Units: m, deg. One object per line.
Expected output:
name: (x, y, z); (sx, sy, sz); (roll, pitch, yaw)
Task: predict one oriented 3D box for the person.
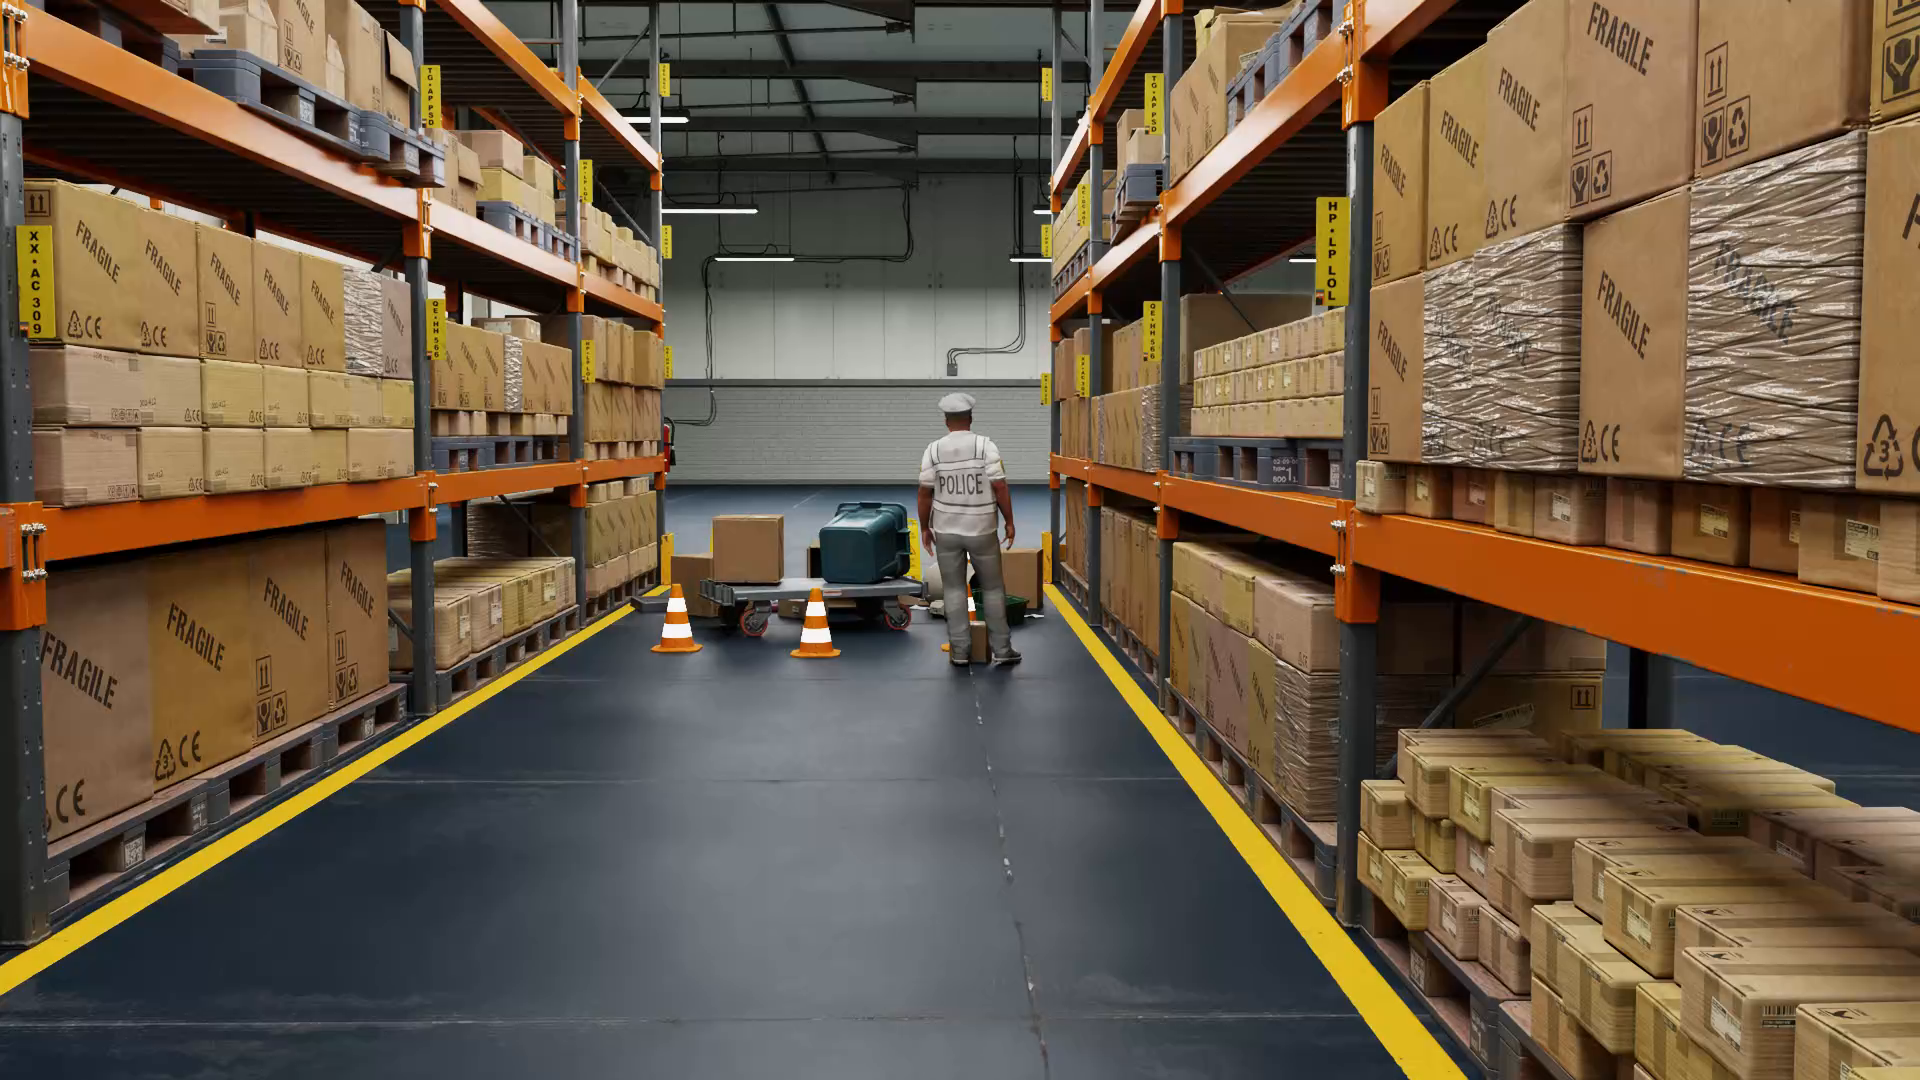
person: (0.062, -0.075, 10.954); (0.641, 1.781, 0.574); (1, 4, 11)
